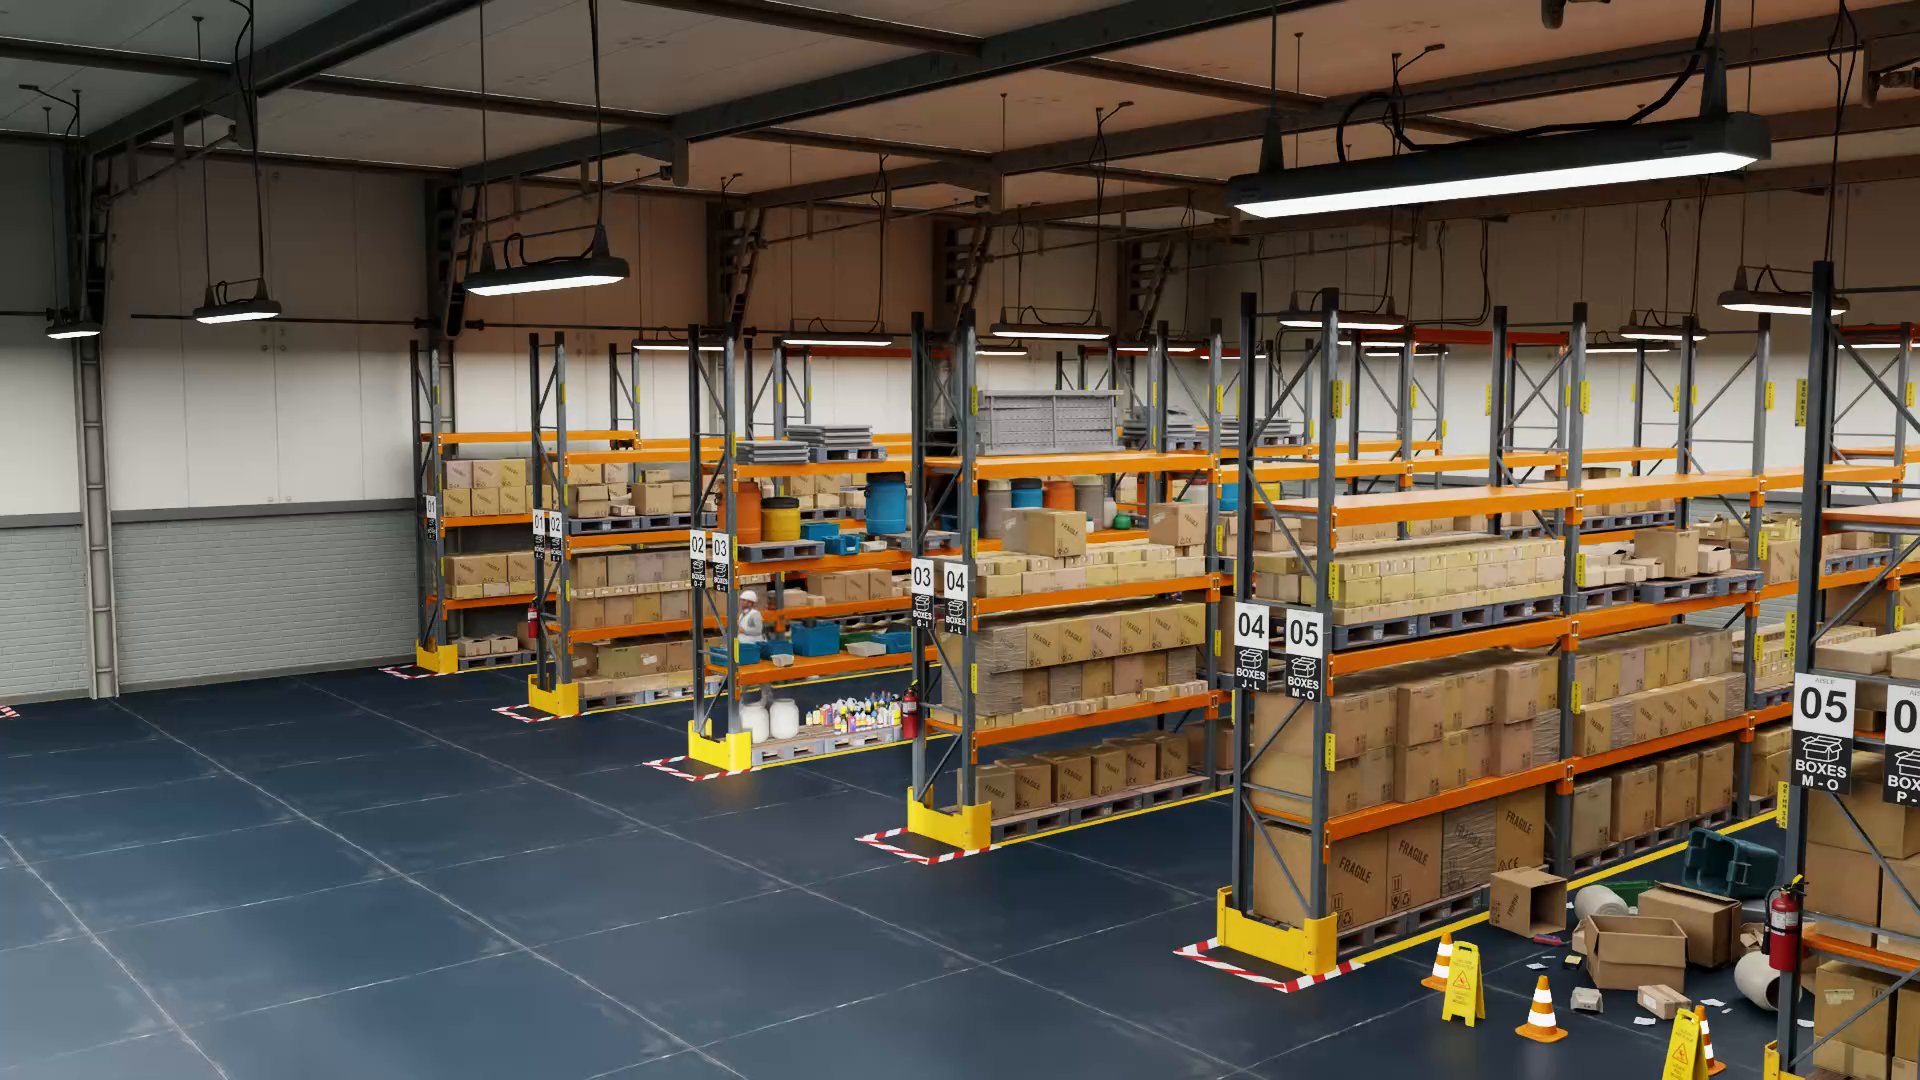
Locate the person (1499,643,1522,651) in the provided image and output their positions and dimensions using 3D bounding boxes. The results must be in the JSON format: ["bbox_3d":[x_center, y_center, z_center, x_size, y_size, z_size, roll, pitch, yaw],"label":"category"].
[{"bbox_3d":[7.725,2.130,23.435,0.619,1.746,0.690,-4,7,-38],"label":"person"}]

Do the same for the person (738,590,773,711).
[{"bbox_3d":[-3.142,1.696,25.061,0.750,1.881,0.628,-5,7,-42],"label":"person"}]
